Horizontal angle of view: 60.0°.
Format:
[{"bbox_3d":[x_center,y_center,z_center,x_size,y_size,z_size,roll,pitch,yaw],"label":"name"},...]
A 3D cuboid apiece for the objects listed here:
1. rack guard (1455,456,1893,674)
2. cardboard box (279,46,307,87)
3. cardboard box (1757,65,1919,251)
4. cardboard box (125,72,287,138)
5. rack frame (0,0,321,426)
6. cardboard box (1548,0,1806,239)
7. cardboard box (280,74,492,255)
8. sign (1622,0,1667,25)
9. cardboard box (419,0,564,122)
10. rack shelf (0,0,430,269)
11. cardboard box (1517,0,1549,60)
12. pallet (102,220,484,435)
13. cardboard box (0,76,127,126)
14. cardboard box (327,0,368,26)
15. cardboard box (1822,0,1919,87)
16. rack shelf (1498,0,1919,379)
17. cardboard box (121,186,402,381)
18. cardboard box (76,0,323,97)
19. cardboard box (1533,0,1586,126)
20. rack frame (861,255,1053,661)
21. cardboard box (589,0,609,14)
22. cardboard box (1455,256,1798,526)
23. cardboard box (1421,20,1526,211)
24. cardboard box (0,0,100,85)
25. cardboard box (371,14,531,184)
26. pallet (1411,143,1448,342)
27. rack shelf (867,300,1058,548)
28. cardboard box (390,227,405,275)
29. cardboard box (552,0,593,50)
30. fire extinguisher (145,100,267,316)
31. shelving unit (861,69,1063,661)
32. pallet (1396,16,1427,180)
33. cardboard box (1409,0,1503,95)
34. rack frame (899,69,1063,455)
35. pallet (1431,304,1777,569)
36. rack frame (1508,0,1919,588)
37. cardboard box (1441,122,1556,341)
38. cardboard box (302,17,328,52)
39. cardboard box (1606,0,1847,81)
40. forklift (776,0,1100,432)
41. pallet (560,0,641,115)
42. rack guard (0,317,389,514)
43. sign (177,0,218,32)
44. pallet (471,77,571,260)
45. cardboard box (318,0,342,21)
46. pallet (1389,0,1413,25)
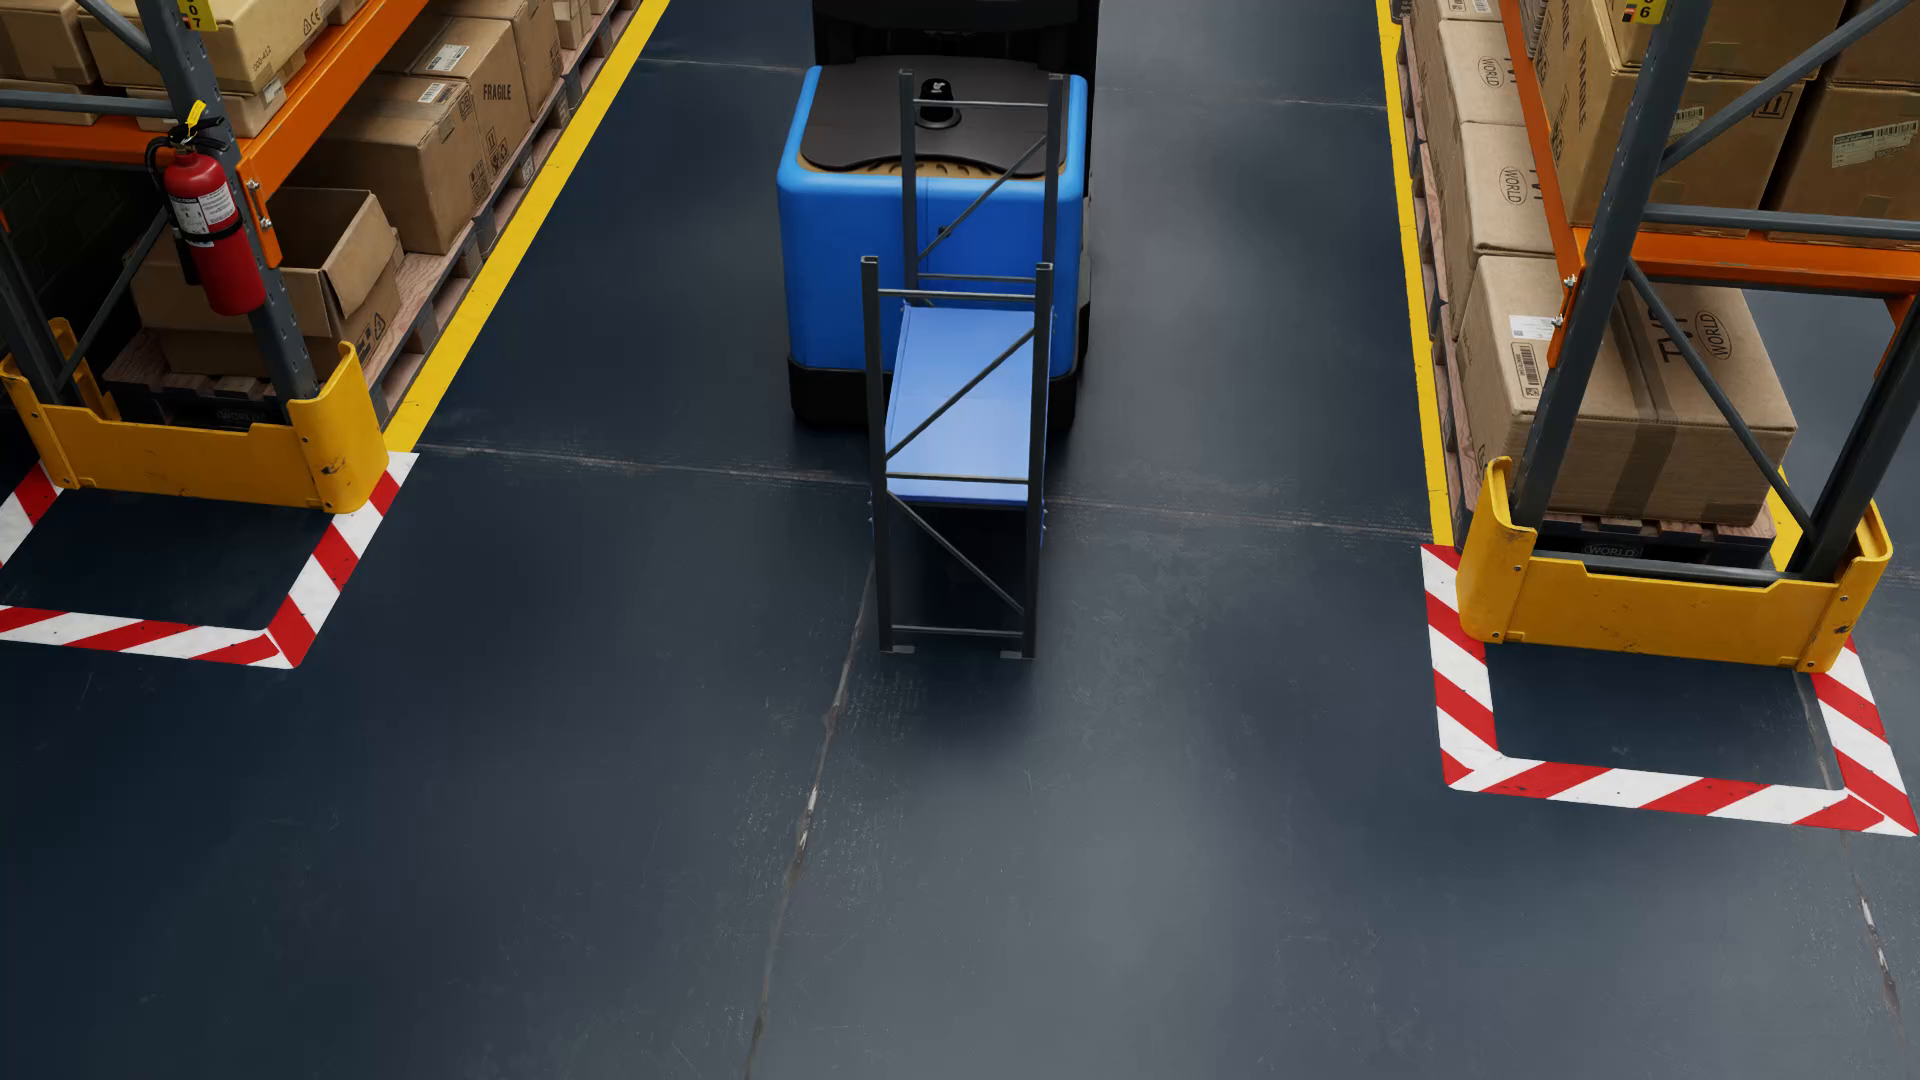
[{"bbox_3d":[2.236,0.079,5.302,1.175,0.500,0.348,5,44,6],"label":"rack guard"},{"bbox_3d":[-2.378,-1.579,5.418,0.380,0.149,0.250,6,44,7],"label":"cardboard box"},{"bbox_3d":[2.588,-1.182,4.744,0.500,0.500,0.500,5,44,5],"label":"cardboard box"},{"bbox_3d":[-2.366,-1.401,5.231,0.380,0.149,0.250,5,44,5],"label":"cardboard box"},{"bbox_3d":[-2.681,-1.293,4.934,1.000,3.000,0.127,5,44,6],"label":"rack frame"},{"bbox_3d":[2.041,-1.234,4.799,0.500,0.500,0.500,5,44,6],"label":"cardboard box"},{"bbox_3d":[-2.355,-1.525,6.692,0.700,0.500,0.500,7,44,7],"label":"cardboard box"},{"bbox_3d":[1.704,-1.410,4.043,0.100,0.325,0.005,5,44,6],"label":"sign"},{"bbox_3d":[-2.217,-2.233,7.439,0.700,0.500,0.500,4,44,4],"label":"cardboard box"},{"bbox_3d":[-2.417,-2.395,6.621,1.077,0.370,4.000,5,44,6],"label":"rack shelf"},{"bbox_3d":[2.181,-1.926,5.529,0.500,0.500,0.500,6,44,7],"label":"cardboard box"},{"bbox_3d":[-2.566,-0.876,6.522,1.003,0.211,1.213,5,44,6],"label":"pallet"},{"bbox_3d":[-2.903,-1.452,5.285,0.380,0.149,0.250,5,44,5],"label":"cardboard box"},{"bbox_3d":[-2.283,-1.928,5.787,0.380,0.149,0.250,7,44,7],"label":"cardboard box"},{"bbox_3d":[2.585,-1.545,4.400,0.500,0.500,0.500,4,44,5],"label":"cardboard box"},{"bbox_3d":[2.504,-1.946,6.147,1.077,0.370,4.000,5,44,6],"label":"rack shelf"},{"bbox_3d":[-2.506,-0.947,6.079,0.797,0.503,0.637,4,44,4],"label":"cardboard box"},{"bbox_3d":[-2.354,-1.631,5.184,0.500,0.250,0.500,5,44,6],"label":"cardboard box"},{"bbox_3d":[2.122,-1.574,5.158,0.500,0.500,0.500,4,44,5],"label":"cardboard box"},{"bbox_3d":[-0.008,-0.178,4.847,0.500,1.500,0.032,3,44,3],"label":"rack frame"},{"bbox_3d":[-1.935,-2.730,8.220,0.380,0.149,0.250,4,44,4],"label":"cardboard box"},{"bbox_3d":[2.228,-0.526,5.681,0.875,0.438,0.875,4,44,4],"label":"cardboard box"},{"bbox_3d":[2.461,-1.764,6.990,0.875,0.438,0.875,4,44,4],"label":"cardboard box"},{"bbox_3d":[-2.883,-1.684,5.240,0.500,0.250,0.500,6,44,7],"label":"cardboard box"},{"bbox_3d":[-2.186,-1.876,7.063,0.500,0.500,0.500,6,44,6],"label":"cardboard box"},{"bbox_3d":[2.432,-1.213,6.878,1.003,0.211,1.213,5,44,6],"label":"pallet"},{"bbox_3d":[0.028,-0.396,5.339,0.538,0.185,1.000,3,44,3],"label":"rack shelf"},{"bbox_3d":[-2.411,-1.105,6.503,0.380,0.149,0.250,4,44,4],"label":"cardboard box"},{"bbox_3d":[-1.982,-2.529,7.923,0.396,0.266,0.258,7,44,7],"label":"cardboard box"},{"bbox_3d":[-2.242,-0.987,4.939,0.296,0.674,0.183,5,44,6],"label":"fire extinguisher"},{"bbox_3d":[0.028,-0.527,5.215,0.538,1.500,1.048,3,44,3],"label":"shelving unit"},{"bbox_3d":[2.590,-2.047,7.758,1.003,0.211,1.213,5,44,6],"label":"pallet"},{"bbox_3d":[2.579,-2.375,7.634,0.875,0.438,0.875,5,44,5],"label":"cardboard box"},{"bbox_3d":[0.064,-0.875,5.583,0.500,1.500,0.032,3,44,3],"label":"rack frame"},{"bbox_3d":[2.268,-0.384,6.002,1.003,0.211,1.213,5,44,6],"label":"pallet"},{"bbox_3d":[2.240,-0.845,4.460,1.000,3.000,0.127,5,44,6],"label":"rack frame"},{"bbox_3d":[2.340,-1.150,6.341,0.875,0.438,0.875,6,44,7],"label":"cardboard box"},{"bbox_3d":[-2.377,-1.761,5.611,0.380,0.149,0.250,5,44,5],"label":"cardboard box"},{"bbox_3d":[2.067,-1.594,4.452,0.500,0.500,0.500,7,44,7],"label":"cardboard box"},{"bbox_3d":[0.002,-2.464,6.220,1.130,2.935,3.031,3,44,3],"label":"forklift"},{"bbox_3d":[-2.244,-2.539,8.278,1.003,0.211,1.213,5,44,6],"label":"pallet"},{"bbox_3d":[-2.671,-0.437,5.848,1.175,0.500,0.348,5,44,6],"label":"rack guard"},{"bbox_3d":[-2.143,-1.558,4.584,0.100,0.325,0.005,5,44,6],"label":"sign"},{"bbox_3d":[-2.403,-1.705,7.397,1.003,0.211,1.213,5,44,6],"label":"pallet"},{"bbox_3d":[-2.287,-1.975,5.547,0.500,0.250,0.500,6,44,6],"label":"cardboard box"},{"bbox_3d":[2.796,-3.091,8.861,1.003,0.211,1.213,5,44,6],"label":"pallet"}]
